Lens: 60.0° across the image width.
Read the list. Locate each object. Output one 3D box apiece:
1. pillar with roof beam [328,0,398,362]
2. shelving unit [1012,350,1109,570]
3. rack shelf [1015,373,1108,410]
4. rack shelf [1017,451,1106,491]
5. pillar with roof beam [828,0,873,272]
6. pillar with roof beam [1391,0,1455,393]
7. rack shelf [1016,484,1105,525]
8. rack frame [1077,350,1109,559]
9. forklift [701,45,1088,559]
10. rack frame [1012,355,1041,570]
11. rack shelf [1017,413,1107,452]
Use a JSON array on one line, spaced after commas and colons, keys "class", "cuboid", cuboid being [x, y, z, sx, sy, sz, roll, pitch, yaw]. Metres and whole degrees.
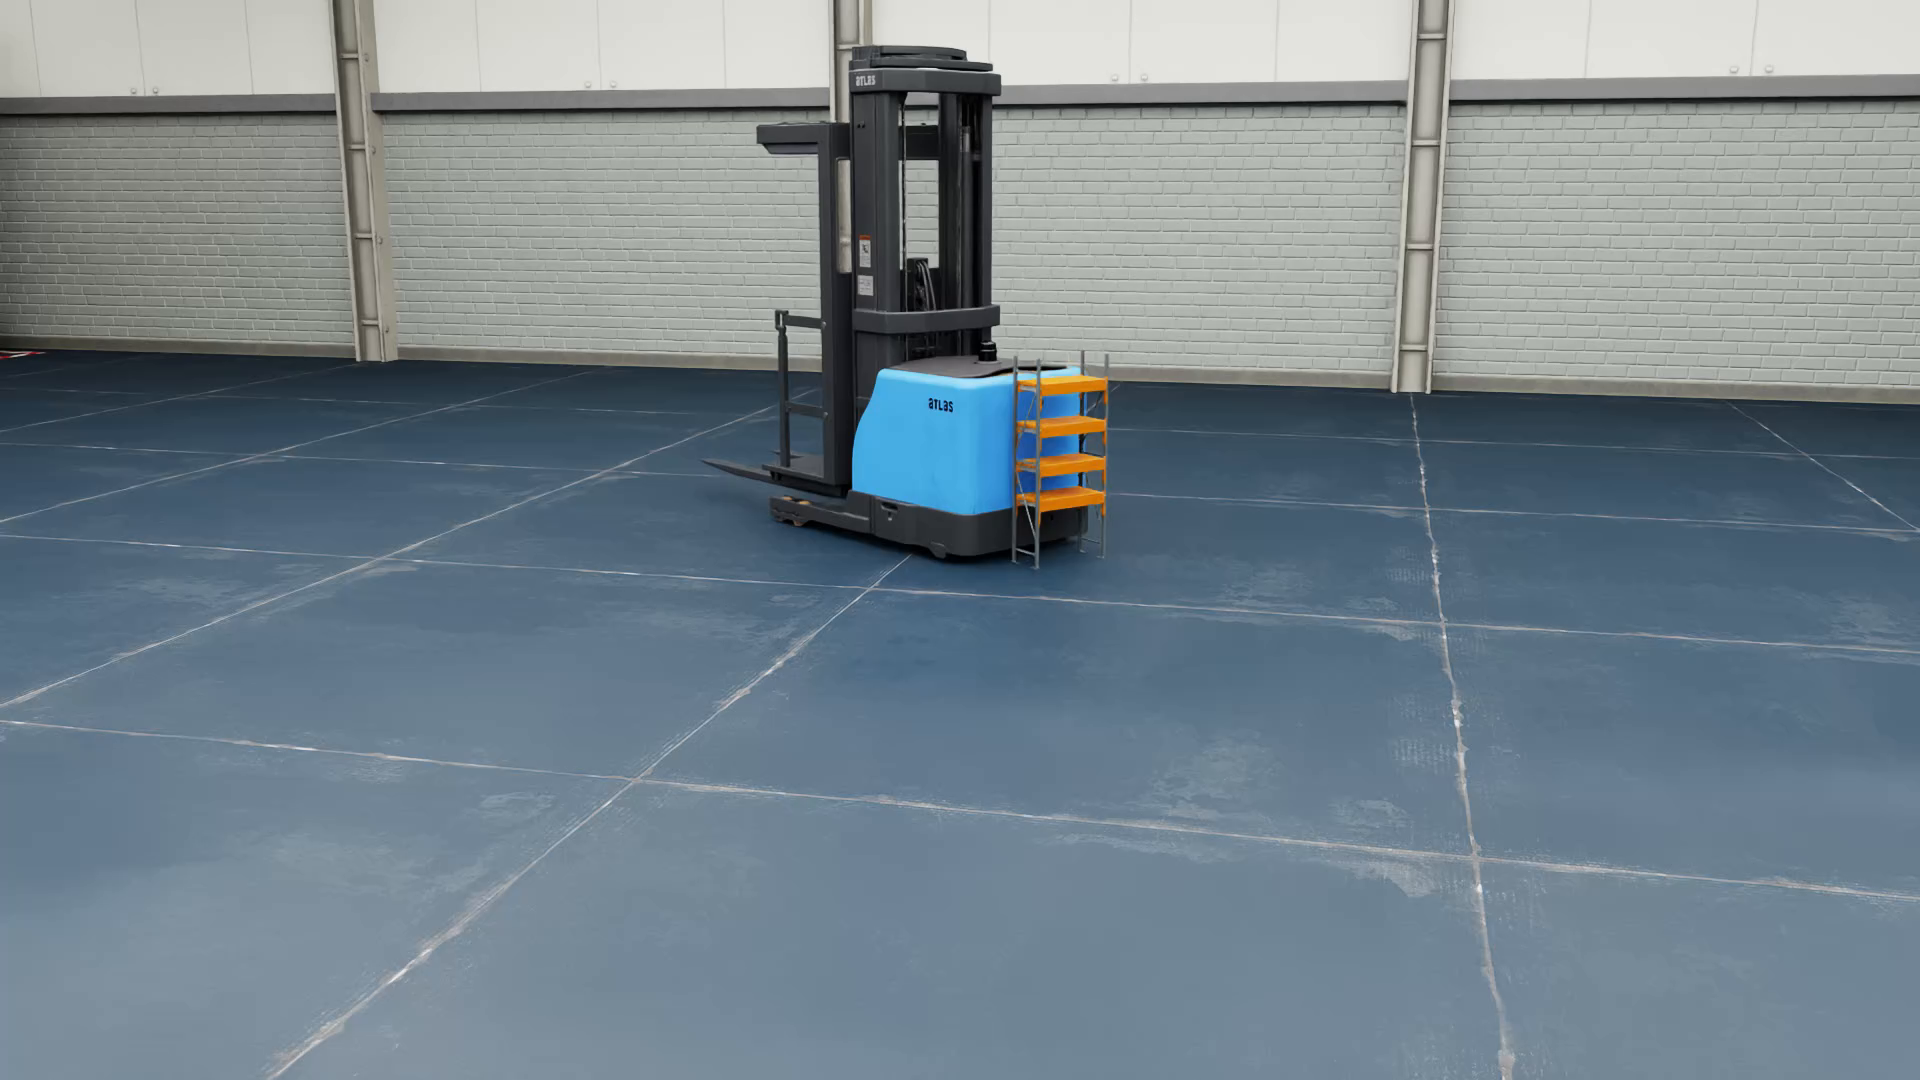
[{"class": "pillar with roof beam", "cuboid": [-8.027, -5.650, 14.925, 0.400, 9.000, 9.100, 3, 13, 14]}, {"class": "shelving unit", "cuboid": [0.575, -0.467, 9.567, 0.503, 1.200, 0.258, -9, 15, -34]}, {"class": "rack shelf", "cuboid": [0.575, -0.850, 9.482, 0.480, 0.148, 0.258, -9, 15, -34]}, {"class": "rack shelf", "cuboid": [0.575, -0.401, 9.581, 0.480, 0.148, 0.258, -9, 15, -34]}, {"class": "pillar with roof beam", "cuboid": [-2.202, -5.339, 13.522, 0.400, 9.000, 9.100, 3, 13, 14]}, {"class": "pillar with roof beam", "cuboid": [3.623, -5.028, 12.118, 0.400, 9.000, 9.100, 3, 13, 14]}, {"class": "rack shelf", "cuboid": [0.575, -0.207, 9.624, 0.480, 0.148, 0.258, -9, 15, -34]}, {"class": "rack frame", "cuboid": [0.776, -0.497, 9.703, 0.015, 1.200, 0.240, -9, 15, -34]}, {"class": "forklift", "cuboid": [-0.577, -1.580, 10.587, 1.130, 2.935, 3.031, -11, 17, -40]}, {"class": "rack frame", "cuboid": [0.375, -0.436, 9.431, 0.015, 1.200, 0.240, -9, 15, -34]}, {"class": "rack shelf", "cuboid": [0.575, -0.619, 9.533, 0.480, 0.148, 0.258, -9, 15, -34]}]
